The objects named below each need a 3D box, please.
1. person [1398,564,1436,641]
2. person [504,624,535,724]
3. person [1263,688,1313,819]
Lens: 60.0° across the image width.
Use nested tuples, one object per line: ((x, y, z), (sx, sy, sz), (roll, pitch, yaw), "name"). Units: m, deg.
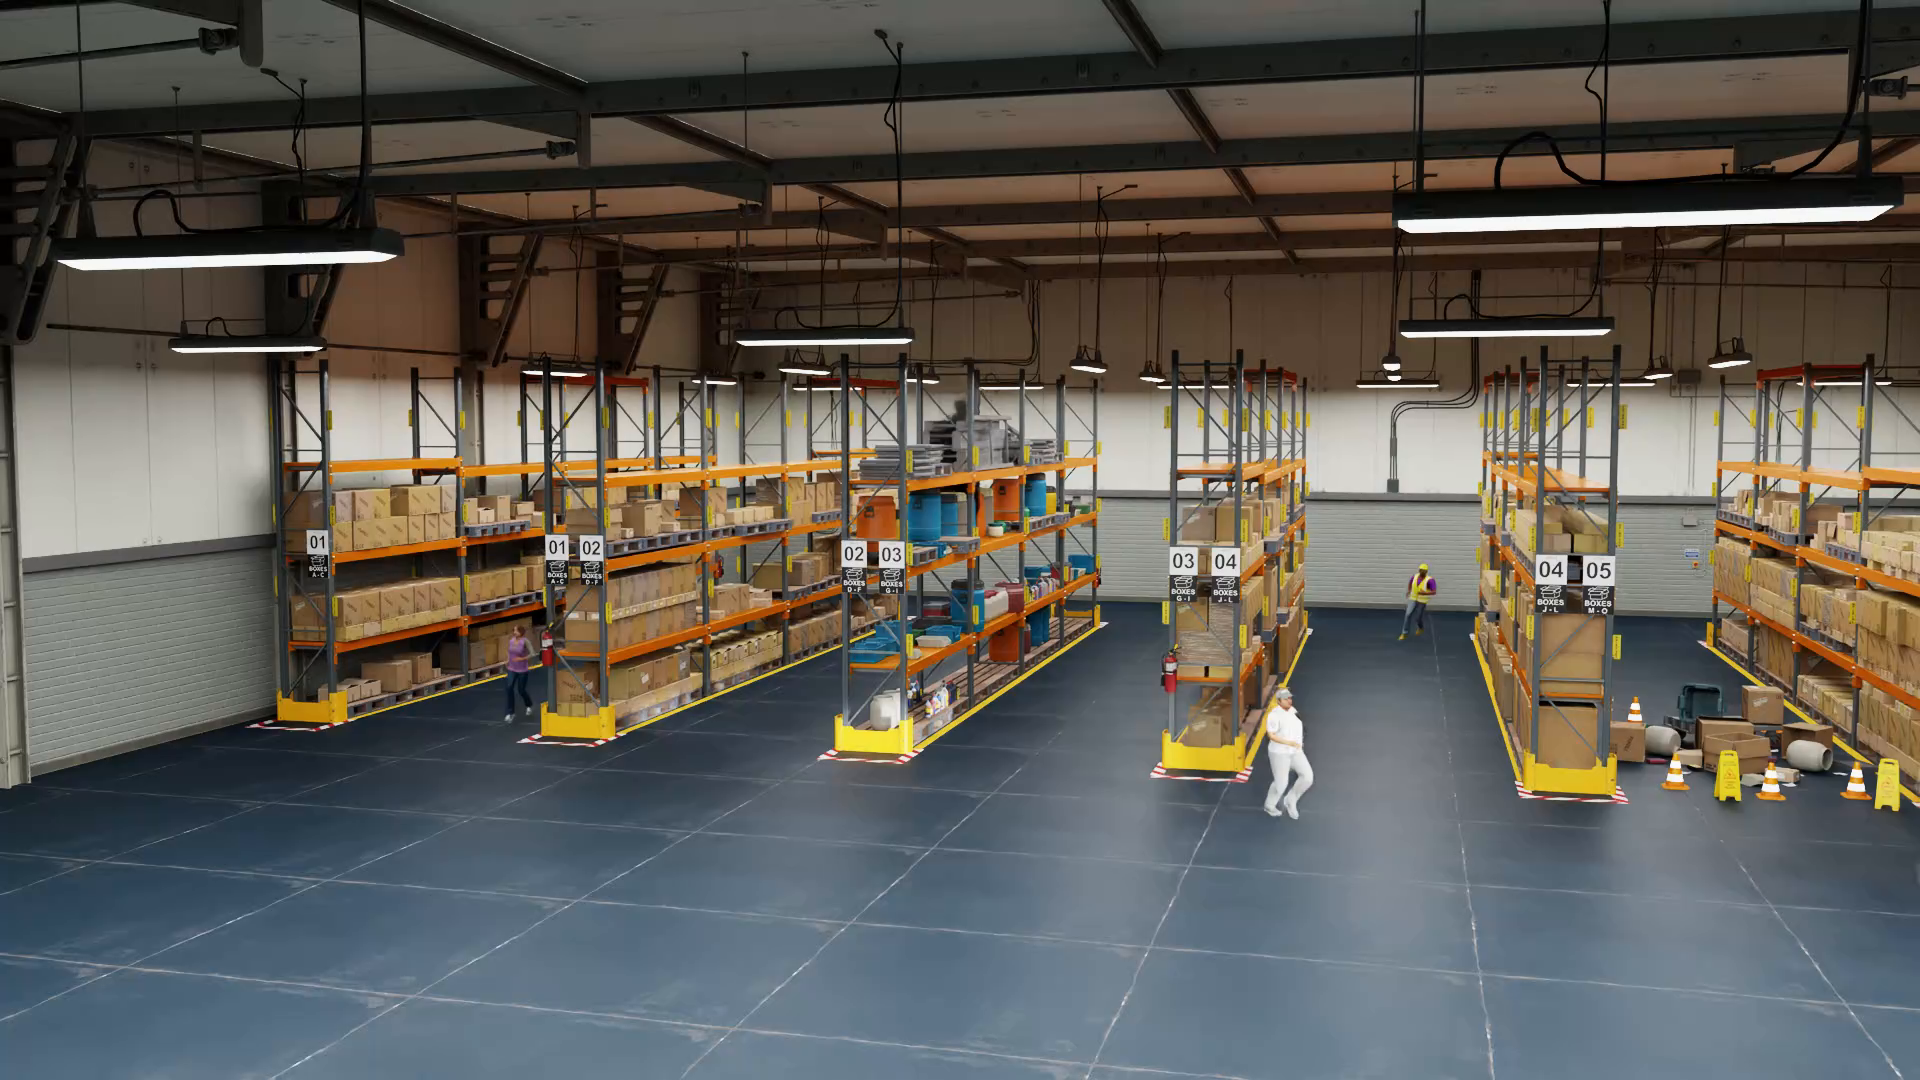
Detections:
((10.521, 1.413, 37.972), (0.734, 1.760, 0.891), (3, 5, 38), "person")
((-7.353, 2.212, 27.734), (0.586, 1.623, 0.753), (1, 4, 16), "person")
((4.119, 2.688, 20.926), (0.614, 1.652, 0.653), (-3, 5, -33), "person")
